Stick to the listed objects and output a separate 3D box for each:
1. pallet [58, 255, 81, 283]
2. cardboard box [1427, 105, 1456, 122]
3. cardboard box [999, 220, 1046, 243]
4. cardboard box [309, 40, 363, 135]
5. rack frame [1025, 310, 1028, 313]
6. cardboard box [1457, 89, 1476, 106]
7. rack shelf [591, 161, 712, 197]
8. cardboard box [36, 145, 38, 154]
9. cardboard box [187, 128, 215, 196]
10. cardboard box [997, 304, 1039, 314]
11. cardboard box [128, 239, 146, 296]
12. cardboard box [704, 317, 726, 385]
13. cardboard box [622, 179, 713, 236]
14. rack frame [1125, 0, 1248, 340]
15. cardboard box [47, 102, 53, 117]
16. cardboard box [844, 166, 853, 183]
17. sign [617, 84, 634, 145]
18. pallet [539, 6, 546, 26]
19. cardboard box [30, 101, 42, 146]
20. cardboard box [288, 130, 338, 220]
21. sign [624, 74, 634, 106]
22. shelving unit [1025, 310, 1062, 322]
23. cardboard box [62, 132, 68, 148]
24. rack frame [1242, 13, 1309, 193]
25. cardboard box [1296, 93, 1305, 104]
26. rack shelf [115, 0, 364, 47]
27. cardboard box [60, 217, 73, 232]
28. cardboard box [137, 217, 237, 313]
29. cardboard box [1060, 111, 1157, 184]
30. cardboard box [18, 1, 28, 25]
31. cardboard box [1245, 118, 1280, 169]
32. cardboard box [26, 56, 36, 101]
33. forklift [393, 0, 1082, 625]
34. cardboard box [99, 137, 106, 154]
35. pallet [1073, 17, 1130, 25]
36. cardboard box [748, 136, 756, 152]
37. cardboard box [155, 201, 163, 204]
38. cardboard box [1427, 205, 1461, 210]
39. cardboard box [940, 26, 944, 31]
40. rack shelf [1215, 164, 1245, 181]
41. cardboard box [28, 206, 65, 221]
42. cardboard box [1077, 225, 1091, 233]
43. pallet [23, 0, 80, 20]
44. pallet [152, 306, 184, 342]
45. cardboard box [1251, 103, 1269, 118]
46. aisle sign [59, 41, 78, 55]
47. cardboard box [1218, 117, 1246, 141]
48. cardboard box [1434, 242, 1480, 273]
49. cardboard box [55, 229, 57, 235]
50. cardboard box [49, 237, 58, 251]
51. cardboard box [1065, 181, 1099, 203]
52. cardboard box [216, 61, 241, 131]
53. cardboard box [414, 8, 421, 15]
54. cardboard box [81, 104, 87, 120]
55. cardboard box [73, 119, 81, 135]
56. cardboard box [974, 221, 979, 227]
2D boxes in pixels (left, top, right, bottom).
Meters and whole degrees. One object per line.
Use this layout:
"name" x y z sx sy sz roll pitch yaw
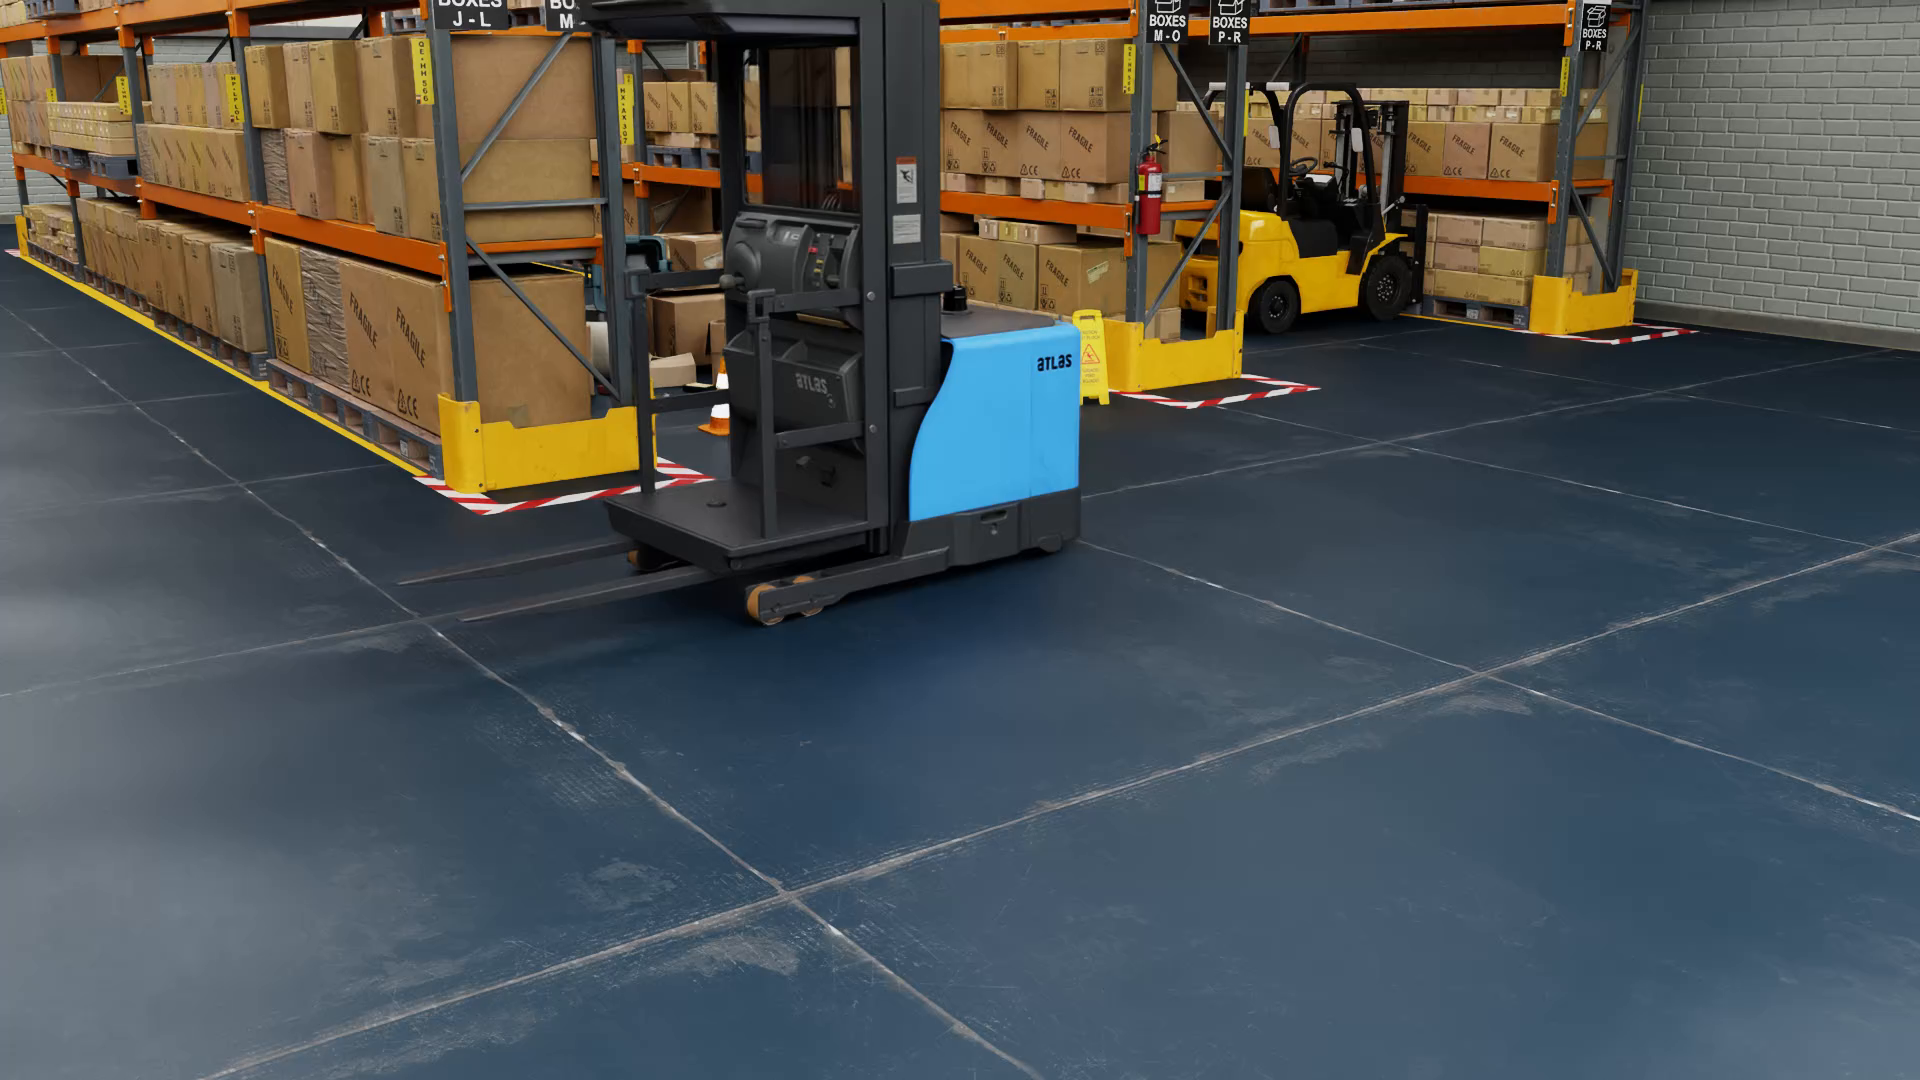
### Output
"pallet" -9.797 -3.178 19.286 1.003 0.211 1.213 -11 19 -35
"cardboard box" 4.600 -3.994 15.570 0.380 0.149 0.250 -12 19 -36
"cardboard box" 0.529 -2.416 12.984 0.380 0.149 0.250 -10 18 -34
"cardboard box" -3.539 -2.837 10.432 0.875 0.550 0.500 -11 19 -35
"rack frame" 0.262 -0.624 8.368 0.200 1.050 0.008 -13 20 -39
"cardboard box" 4.826 -4.096 15.378 0.380 0.149 0.250 -11 19 -34
"rack shelf" -4.253 -4.401 19.835 1.077 0.370 4.000 -11 19 -35
"cardboard box" -10.842 -4.672 19.941 0.380 0.149 0.250 -10 18 -33
"cardboard box" -5.787 -3.010 13.204 0.500 0.500 0.500 -11 19 -34
"cardboard box" 0.635 -1.731 13.132 0.500 0.250 0.500 -11 19 -34
"cardboard box" -7.620 -2.627 15.933 0.500 0.500 0.500 -11 19 -35
"cardboard box" -1.454 -1.390 12.202 0.637 0.503 0.797 4 16 13
"cardboard box" -3.416 -3.659 18.991 0.875 0.875 0.875 -11 19 -35
"rack frame" 1.626 -2.612 11.938 1.000 3.000 0.127 -11 19 -35
"cardboard box" -9.514 -4.598 17.745 0.380 0.149 0.250 -10 18 -32
"cardboard box" -0.800 -3.228 14.664 0.380 0.149 0.250 -11 19 -35
"sign" -1.866 -2.363 9.237 0.100 0.325 0.005 -11 19 -35
"pallet" -4.159 -6.044 19.152 1.003 0.211 1.213 -10 18 -32
"cardboard box" -10.482 -4.853 19.373 0.500 0.500 0.500 -11 19 -35
"cardboard box" -3.879 -2.424 10.968 0.875 0.550 0.550 -11 19 -35
"sign" -3.524 -4.792 17.709 0.100 0.325 0.005 -11 19 -35
"shelving unit" 0.341 -0.600 8.278 0.215 1.050 0.252 -13 20 -39
"cardboard box" -9.056 -4.145 17.217 0.380 0.149 0.250 -11 19 -34
"rack frame" 3.287 -4.238 17.877 1.000 3.000 0.127 -11 19 -35
"cardboard box" 3.619 -4.533 16.975 0.380 0.149 0.250 -11 19 -36
"rack shelf" -5.846 -4.203 13.432 1.077 0.370 4.000 -11 19 -35
"cardboard box" -10.128 -3.635 19.154 0.380 0.149 0.250 -11 19 -35
"cardboard box" -6.737 -2.504 15.009 1.050 0.750 0.750 -11 19 -35
"cardboard box" 1.085 -2.877 12.153 0.500 0.500 0.500 -11 19 -36
"cardboard box" -10.464 -6.039 19.060 0.500 0.250 0.500 -11 19 -35
"cardboard box" 3.337 -4.151 17.369 0.500 0.500 0.500 -12 19 -36
"cardboard box" -10.467 -5.338 19.251 0.500 0.500 0.500 -10 18 -33
"forklift" -0.886 -1.221 6.986 3.031 2.935 1.130 -12 20 -38
"cardboard box" -7.828 -3.699 15.590 0.380 0.149 0.250 -11 19 -35
"pallet" 2.067 -6.078 19.277 1.003 0.211 1.213 -10 18 -32
"cardboard box" -1.839 -3.835 16.086 0.380 0.149 0.250 -11 19 -35
"cardboard box" -8.118 -3.401 17.339 0.500 0.250 0.500 -12 19 -37
"cardboard box" 4.632 -3.199 16.602 0.500 0.250 0.500 -11 19 -36
"cardboard box" -0.153 -6.752 21.666 0.500 0.250 0.500 -11 19 -35
"rack shelf" 2.112 -4.318 19.532 1.077 0.370 4.000 -11 19 -35
"cardboard box" -11.388 -4.075 20.760 0.380 0.149 0.250 -11 19 -35
"cardboard box" 1.682 -3.875 20.256 0.875 0.625 0.625 -10 18 -33
"pallet" -9.097 -5.593 17.501 1.213 0.211 1.003 -11 19 -35
"pallet" -6.619 -2.006 15.004 1.003 0.211 1.213 -11 19 -35
"cardboard box" 3.262 -4.490 17.380 0.380 0.149 0.250 -11 19 -35
"aisle sign" -11.526 -6.555 21.419 0.394 0.787 0.004 -11 19 -35
"cardboard box" 2.792 -4.472 18.069 0.500 0.250 0.500 -11 19 -36
"cardboard box" 4.814 -2.665 15.597 0.500 0.250 0.500 -11 19 -35
"cardboard box" -10.806 -3.787 20.273 0.380 0.149 0.250 -10 18 -32
"cardboard box" -10.756 -3.577 20.066 0.380 0.149 0.250 -11 19 -35
"cardboard box" 0.995 -2.575 12.276 0.380 0.149 0.250 -11 19 -35
"cardboard box" -5.271 -3.422 12.812 0.700 0.500 0.500 -11 19 -35
"cardboard box" -7.327 -7.337 23.010 0.380 0.149 0.250 -10 18 -33
"cardboard box" -8.278 -4.151 16.114 0.380 0.149 0.250 -11 19 -35
"cardboard box" -8.593 -4.120 16.565 0.380 0.149 0.250 -11 19 -36
"cardboard box" 0.140 -2.511 14.562 0.500 0.500 0.500 -10 18 -34
